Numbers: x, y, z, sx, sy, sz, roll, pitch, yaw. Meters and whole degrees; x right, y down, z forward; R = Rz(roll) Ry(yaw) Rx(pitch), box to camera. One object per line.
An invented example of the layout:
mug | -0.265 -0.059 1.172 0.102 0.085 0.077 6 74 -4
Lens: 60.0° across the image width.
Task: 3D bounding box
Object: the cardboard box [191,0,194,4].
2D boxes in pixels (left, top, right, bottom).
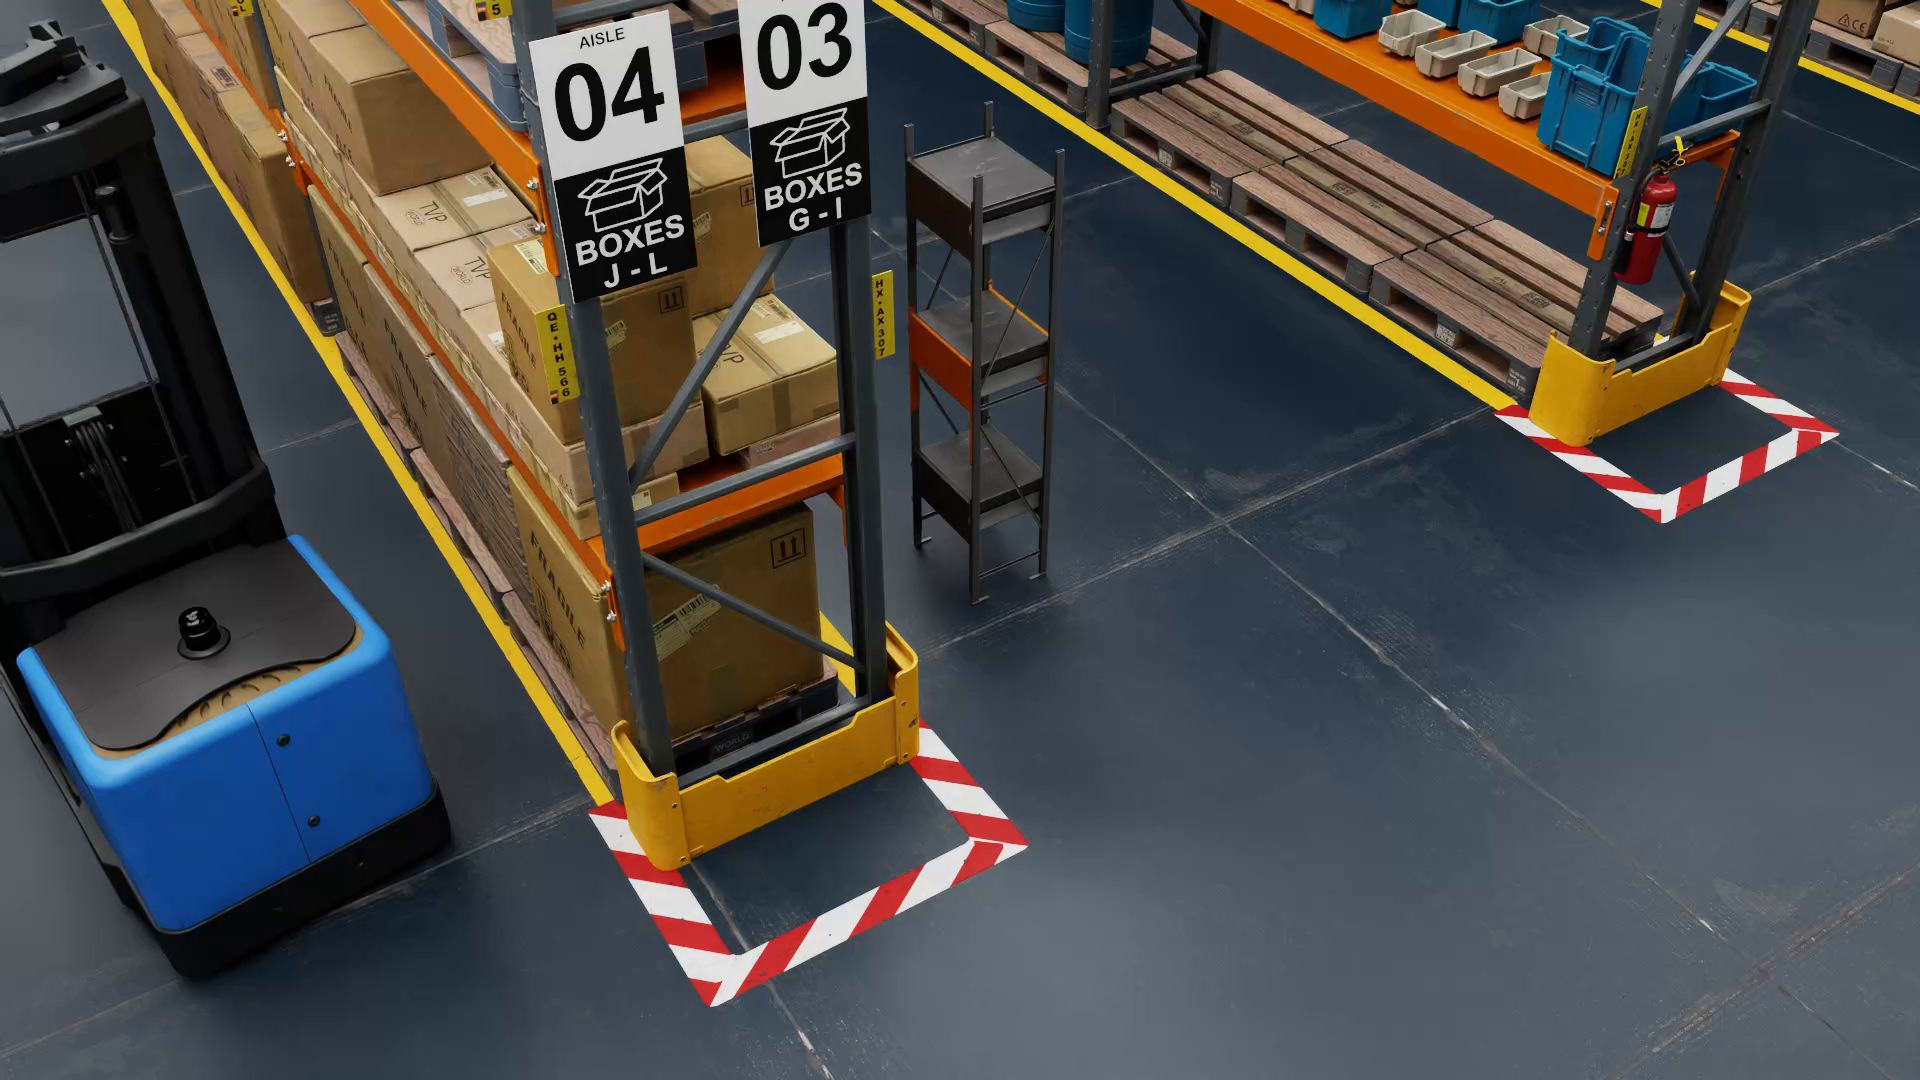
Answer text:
cardboard box | -4.181 -3.374 9.378 0.500 0.500 0.500 -22 45 -24

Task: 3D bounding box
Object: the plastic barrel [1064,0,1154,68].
plastic barrel | 1.011 -3.715 11.177 0.600 0.901 0.708 -22 45 -24

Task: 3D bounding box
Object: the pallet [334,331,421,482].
pallet | -2.544 -0.847 8.602 1.003 0.211 1.213 -22 45 -24

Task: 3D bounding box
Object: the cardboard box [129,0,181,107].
cardboard box | -4.684 -3.480 10.915 1.225 0.875 0.875 -24 46 -26

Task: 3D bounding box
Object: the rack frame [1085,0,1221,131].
rack frame | 1.289 -4.061 10.280 1.000 3.000 0.127 -22 45 -24

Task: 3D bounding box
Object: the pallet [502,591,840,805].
pallet | -1.232 0.470 7.021 1.003 0.211 1.213 -22 45 -24

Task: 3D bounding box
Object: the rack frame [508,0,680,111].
rack frame | -0.736 -2.502 3.723 1.000 3.000 0.127 -22 45 -24

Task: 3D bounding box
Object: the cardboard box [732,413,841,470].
cardboard box | -0.649 -0.406 6.090 0.380 0.149 0.250 -22 44 -24

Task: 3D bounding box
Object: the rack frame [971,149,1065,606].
rack frame | 0.220 -0.586 6.813 0.400 2.100 0.015 -22 45 -24

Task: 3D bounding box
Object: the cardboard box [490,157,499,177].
cardboard box | -1.873 -1.711 7.345 0.500 0.250 0.500 -21 44 -24

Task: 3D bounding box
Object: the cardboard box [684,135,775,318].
cardboard box | -1.035 -1.164 6.102 0.500 0.500 0.500 -23 45 -25

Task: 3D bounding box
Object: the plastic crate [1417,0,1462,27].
plastic crate | 2.715 -2.980 9.067 0.416 0.233 0.300 -22 45 -24

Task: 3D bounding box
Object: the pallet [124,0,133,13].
pallet | -6.109 -4.524 13.014 1.003 0.211 1.213 -22 45 -24

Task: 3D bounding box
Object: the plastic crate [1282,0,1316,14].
plastic crate | 1.955 -3.151 9.234 0.437 0.282 0.530 -22 45 -24

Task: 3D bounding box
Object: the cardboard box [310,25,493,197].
cardboard box | -2.303 -1.806 6.874 0.500 0.500 0.500 -24 45 -26

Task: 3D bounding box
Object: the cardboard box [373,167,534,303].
cardboard box | -2.050 -1.252 6.794 0.500 0.250 0.500 -22 45 -24

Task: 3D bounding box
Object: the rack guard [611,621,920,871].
rack guard | -0.723 0.776 6.428 1.175 0.500 0.348 -22 45 -24

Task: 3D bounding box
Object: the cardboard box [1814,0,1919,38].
cardboard box | 6.482 -3.961 11.767 0.797 0.503 0.637 -22 45 -24

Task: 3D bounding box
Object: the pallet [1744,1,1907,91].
pallet | 6.496 -3.662 11.980 1.003 0.211 1.213 -22 45 -24

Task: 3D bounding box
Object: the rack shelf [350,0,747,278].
rack shelf | -1.812 -2.152 6.209 1.077 0.370 4.000 -22 45 -24

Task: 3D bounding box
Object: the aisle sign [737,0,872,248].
aisle sign | -0.445 -1.260 4.888 0.394 0.787 0.004 -22 45 -24

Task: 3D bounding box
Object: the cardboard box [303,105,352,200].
cardboard box | -2.592 -1.799 7.450 0.500 0.250 0.500 -22 45 -25

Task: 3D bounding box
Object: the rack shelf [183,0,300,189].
rack shelf | -3.962 -3.159 9.760 1.077 0.370 4.000 -22 45 -24

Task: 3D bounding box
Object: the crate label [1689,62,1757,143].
crate label | 3.585 -2.107 8.019 0.416 0.233 0.303 -22 45 -24

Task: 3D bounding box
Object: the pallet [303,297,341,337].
pallet | -3.365 -1.675 9.595 1.003 0.211 1.213 -22 45 -24

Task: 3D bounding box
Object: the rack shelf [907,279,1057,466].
rack shelf | 0.089 -0.707 6.979 0.431 0.518 0.480 -22 45 -24

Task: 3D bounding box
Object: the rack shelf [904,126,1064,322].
rack shelf | 0.089 -1.245 6.531 0.431 0.518 0.480 -22 45 -24

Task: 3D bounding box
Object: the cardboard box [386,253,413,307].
cardboard box | -2.169 -1.144 6.976 0.380 0.149 0.250 -24 45 -26

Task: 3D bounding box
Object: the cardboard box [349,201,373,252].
cardboard box | -2.444 -1.422 7.310 0.380 0.149 0.250 -23 45 -25

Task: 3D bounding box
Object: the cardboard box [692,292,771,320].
cardboard box | -1.052 -0.884 6.352 0.500 0.250 0.500 -23 45 -25

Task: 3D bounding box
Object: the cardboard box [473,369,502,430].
cardboard box | -1.615 -0.591 6.312 0.380 0.149 0.250 -21 44 -24

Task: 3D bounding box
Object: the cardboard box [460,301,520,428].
cardboard box | -1.493 -0.698 6.129 0.500 0.250 0.500 -23 45 -25

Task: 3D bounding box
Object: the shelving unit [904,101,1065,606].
shelving unit | 0.089 -0.717 6.971 0.431 2.100 0.503 -22 45 -24

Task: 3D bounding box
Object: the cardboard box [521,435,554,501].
cardboard box | -1.346 -0.319 5.986 0.380 0.149 0.250 -22 44 -24

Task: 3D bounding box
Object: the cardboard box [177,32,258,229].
cardboard box | -3.729 -2.522 9.765 1.225 0.875 0.875 -24 45 -26

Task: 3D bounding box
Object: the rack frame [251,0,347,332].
rack frame | -2.887 -2.356 8.234 1.000 3.000 0.127 -22 45 -24

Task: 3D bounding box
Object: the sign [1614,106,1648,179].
sign | 2.985 -1.766 7.399 0.100 0.325 0.005 -22 45 -24

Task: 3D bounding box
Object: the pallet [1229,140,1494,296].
pallet | 2.377 -1.947 9.921 1.003 0.211 1.213 -22 45 -24

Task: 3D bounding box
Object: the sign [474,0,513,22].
sign | -1.201 -1.480 4.210 0.100 0.325 0.005 -22 45 -24

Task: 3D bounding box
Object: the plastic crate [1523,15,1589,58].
plastic crate | 3.117 -2.638 8.732 0.250 0.136 0.298 -22 45 -24

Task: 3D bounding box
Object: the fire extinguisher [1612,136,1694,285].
fire extinguisher | 3.138 -1.491 7.548 0.296 0.674 0.183 -22 45 -24

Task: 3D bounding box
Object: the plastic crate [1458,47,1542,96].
plastic crate | 2.705 -2.363 8.401 0.396 0.136 0.243 -22 45 -24

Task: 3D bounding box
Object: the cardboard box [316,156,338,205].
cardboard box | -2.725 -1.701 7.645 0.380 0.149 0.250 -21 44 -23

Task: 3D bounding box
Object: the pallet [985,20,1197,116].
pallet | 0.909 -3.420 11.690 1.003 0.211 1.213 -22 45 -24

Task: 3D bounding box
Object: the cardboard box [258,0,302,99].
cardboard box | -2.845 -2.354 7.531 0.500 0.500 0.500 -22 45 -24

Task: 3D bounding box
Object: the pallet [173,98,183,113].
pallet | -4.677 -2.992 11.176 1.003 0.211 1.213 -22 45 -24

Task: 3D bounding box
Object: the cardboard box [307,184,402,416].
cardboard box | -2.600 -1.317 8.319 0.875 0.875 0.875 -22 45 -24

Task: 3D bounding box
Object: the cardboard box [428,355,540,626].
cardboard box | -1.637 -0.351 7.160 0.875 0.875 0.875 -22 45 -24

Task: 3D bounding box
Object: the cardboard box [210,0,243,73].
cardboard box | -3.629 -2.822 8.716 0.500 0.500 0.500 -21 44 -23

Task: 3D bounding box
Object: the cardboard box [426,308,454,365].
cardboard box | -1.896 -0.870 6.647 0.380 0.149 0.250 -22 45 -24

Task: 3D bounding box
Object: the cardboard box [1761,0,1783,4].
cardboard box | 5.984 -4.080 12.173 0.380 0.166 0.250 -22 45 -24

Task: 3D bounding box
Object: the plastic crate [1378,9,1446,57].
plastic crate | 2.360 -2.658 8.756 0.298 0.136 0.250 -22 45 -24

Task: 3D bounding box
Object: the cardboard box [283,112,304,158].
cardboard box | -3.008 -1.985 7.986 0.380 0.149 0.250 -22 45 -24

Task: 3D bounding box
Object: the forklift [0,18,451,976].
forklift | -3.269 -0.476 6.032 1.130 2.935 3.031 -28 48 -30
